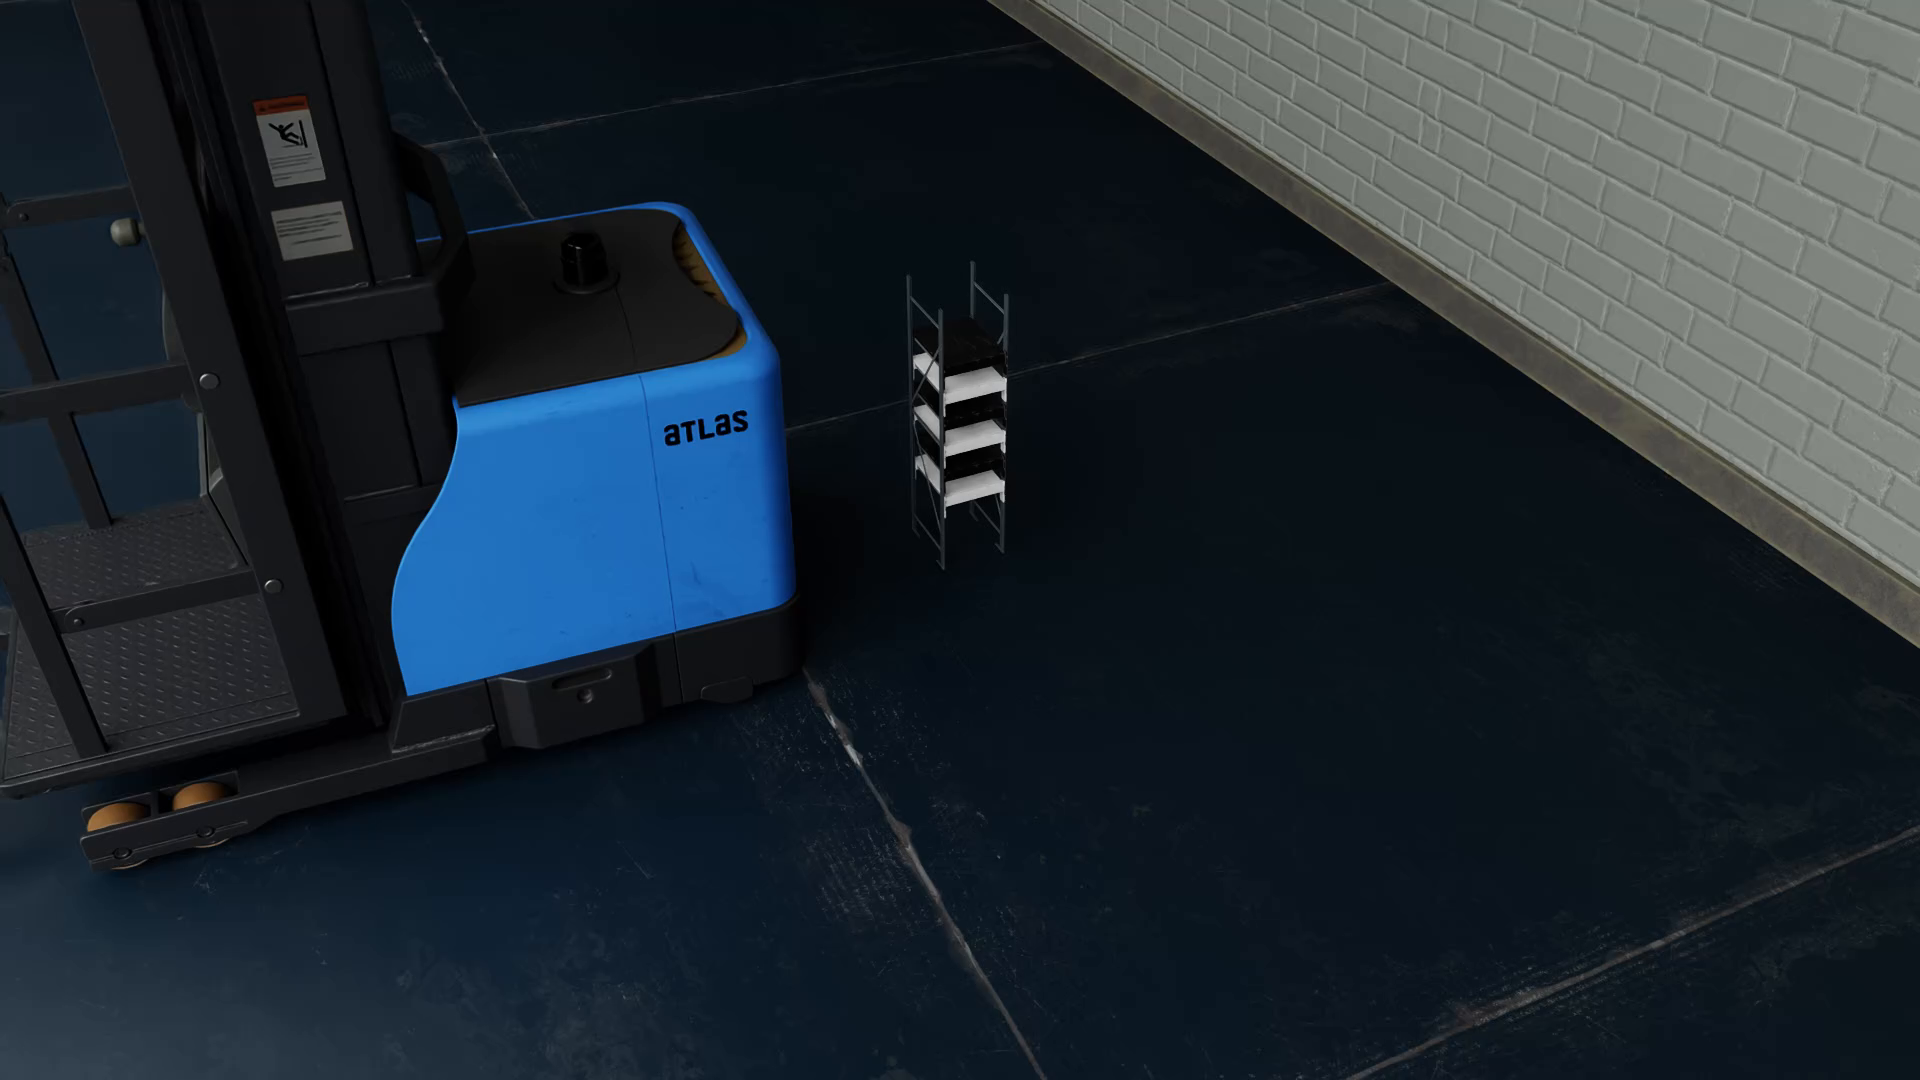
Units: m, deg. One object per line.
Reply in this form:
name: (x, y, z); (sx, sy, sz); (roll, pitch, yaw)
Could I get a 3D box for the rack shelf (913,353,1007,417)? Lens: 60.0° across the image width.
rack shelf: (-0.007, -0.477, 4.892); (0.200, 0.077, 0.258); (-16, 39, -20)

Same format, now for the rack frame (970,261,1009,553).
rack frame: (0.085, -0.385, 5.014); (0.006, 0.900, 0.240); (-16, 39, -20)

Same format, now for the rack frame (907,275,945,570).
rack frame: (-0.099, -0.334, 4.944); (0.006, 0.900, 0.240); (-16, 39, -20)

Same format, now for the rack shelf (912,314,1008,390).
rack shelf: (-0.007, -0.549, 4.838); (0.200, 0.077, 0.258); (-16, 39, -20)

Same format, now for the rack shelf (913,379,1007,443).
rack shelf: (-0.007, -0.405, 4.945); (0.200, 0.077, 0.258); (-16, 39, -20)

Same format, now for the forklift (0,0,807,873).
forklift: (-2.002, -0.715, 3.754); (3.031, 2.935, 1.130); (-13, 39, -17)

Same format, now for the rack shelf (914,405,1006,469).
rack shelf: (-0.007, -0.333, 4.999); (0.200, 0.077, 0.258); (-16, 39, -20)

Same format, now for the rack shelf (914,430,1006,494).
rack shelf: (-0.007, -0.260, 5.053); (0.200, 0.077, 0.258); (-16, 39, -20)

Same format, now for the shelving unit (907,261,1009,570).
shelving unit: (-0.007, -0.359, 4.979); (0.210, 0.900, 0.258); (-16, 39, -20)

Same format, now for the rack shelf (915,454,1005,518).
rack shelf: (-0.007, -0.188, 5.106); (0.200, 0.077, 0.258); (-16, 39, -20)
